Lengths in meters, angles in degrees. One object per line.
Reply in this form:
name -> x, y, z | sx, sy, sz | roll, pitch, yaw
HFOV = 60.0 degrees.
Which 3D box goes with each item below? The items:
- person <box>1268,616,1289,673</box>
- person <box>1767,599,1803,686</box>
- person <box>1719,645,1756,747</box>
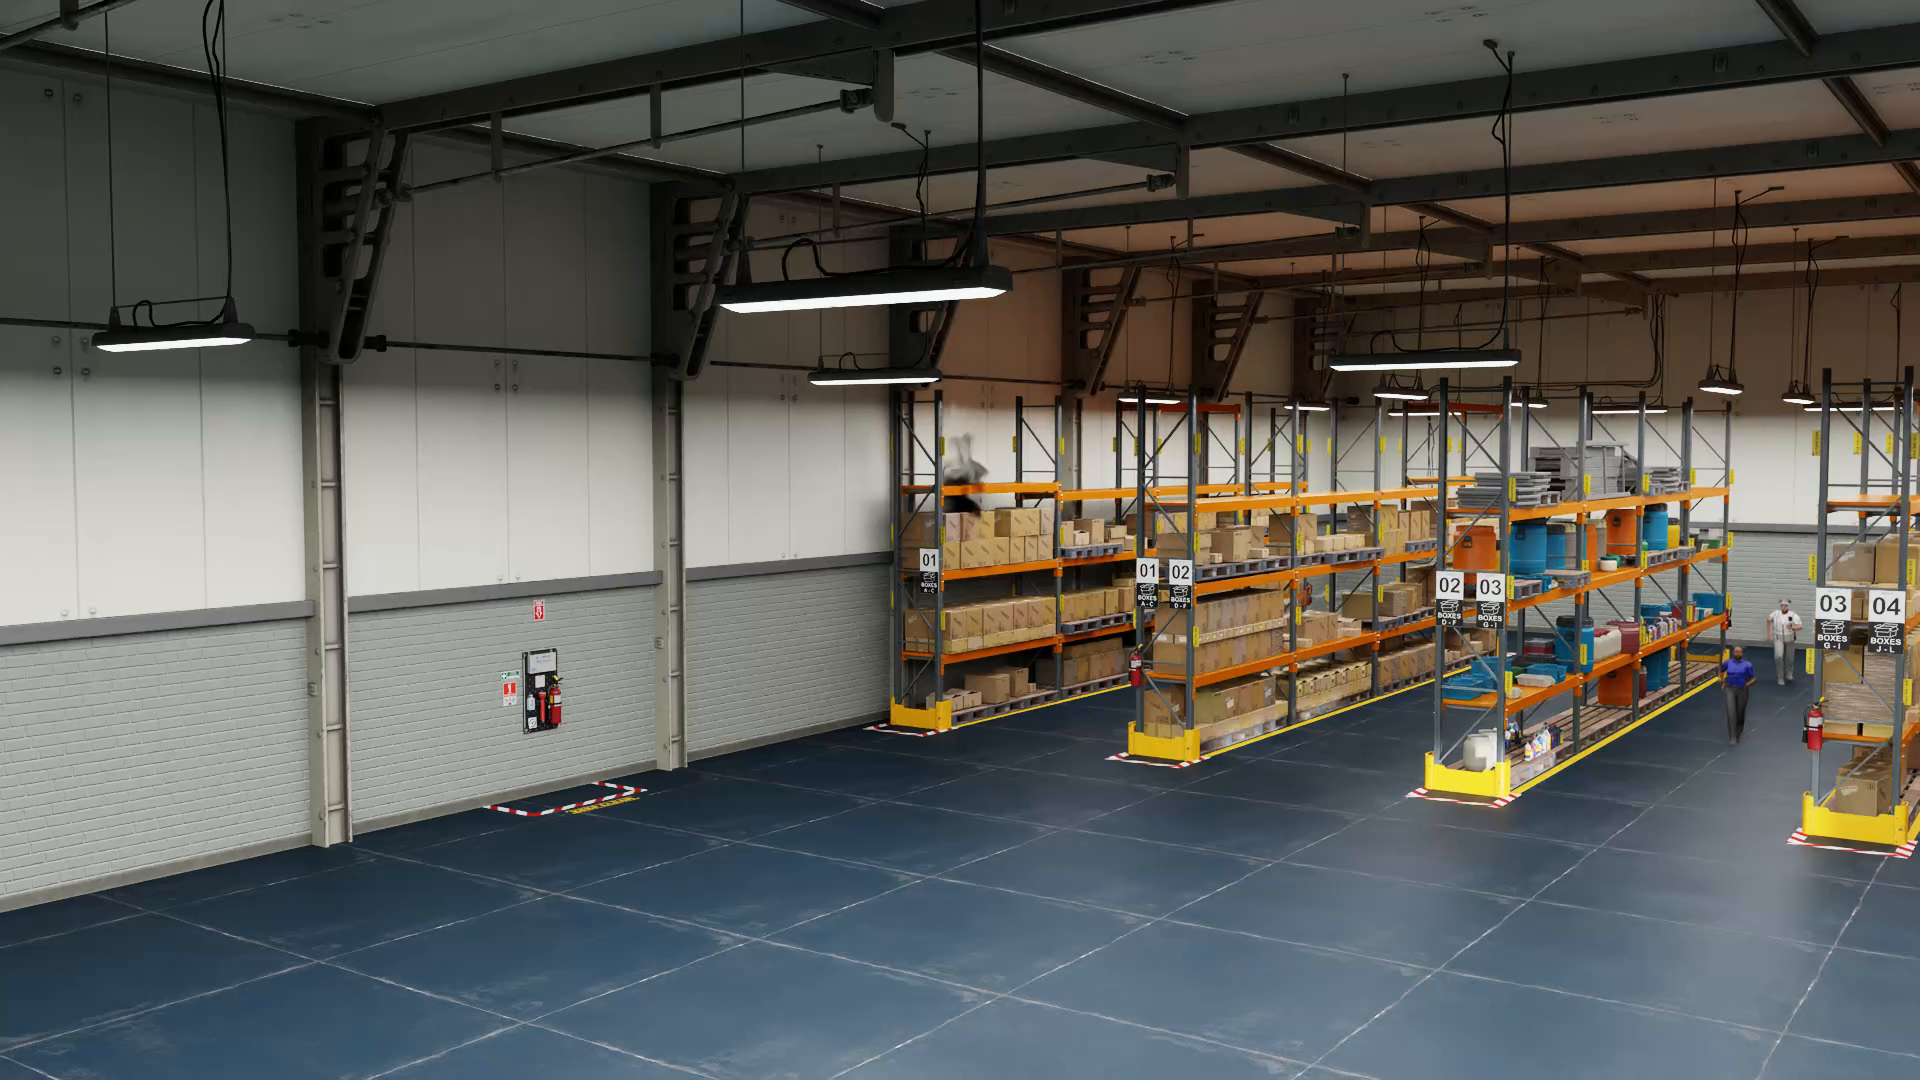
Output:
person -> 6.630, 2.177, 34.724 | 0.660, 1.744, 0.745 | 2, 4, 37
person -> 17.369, 2.142, 35.049 | 0.675, 1.835, 0.870 | 2, 4, 25
person -> 13.115, 2.606, 28.085 | 0.580, 1.663, 0.862 | 2, 4, 26
